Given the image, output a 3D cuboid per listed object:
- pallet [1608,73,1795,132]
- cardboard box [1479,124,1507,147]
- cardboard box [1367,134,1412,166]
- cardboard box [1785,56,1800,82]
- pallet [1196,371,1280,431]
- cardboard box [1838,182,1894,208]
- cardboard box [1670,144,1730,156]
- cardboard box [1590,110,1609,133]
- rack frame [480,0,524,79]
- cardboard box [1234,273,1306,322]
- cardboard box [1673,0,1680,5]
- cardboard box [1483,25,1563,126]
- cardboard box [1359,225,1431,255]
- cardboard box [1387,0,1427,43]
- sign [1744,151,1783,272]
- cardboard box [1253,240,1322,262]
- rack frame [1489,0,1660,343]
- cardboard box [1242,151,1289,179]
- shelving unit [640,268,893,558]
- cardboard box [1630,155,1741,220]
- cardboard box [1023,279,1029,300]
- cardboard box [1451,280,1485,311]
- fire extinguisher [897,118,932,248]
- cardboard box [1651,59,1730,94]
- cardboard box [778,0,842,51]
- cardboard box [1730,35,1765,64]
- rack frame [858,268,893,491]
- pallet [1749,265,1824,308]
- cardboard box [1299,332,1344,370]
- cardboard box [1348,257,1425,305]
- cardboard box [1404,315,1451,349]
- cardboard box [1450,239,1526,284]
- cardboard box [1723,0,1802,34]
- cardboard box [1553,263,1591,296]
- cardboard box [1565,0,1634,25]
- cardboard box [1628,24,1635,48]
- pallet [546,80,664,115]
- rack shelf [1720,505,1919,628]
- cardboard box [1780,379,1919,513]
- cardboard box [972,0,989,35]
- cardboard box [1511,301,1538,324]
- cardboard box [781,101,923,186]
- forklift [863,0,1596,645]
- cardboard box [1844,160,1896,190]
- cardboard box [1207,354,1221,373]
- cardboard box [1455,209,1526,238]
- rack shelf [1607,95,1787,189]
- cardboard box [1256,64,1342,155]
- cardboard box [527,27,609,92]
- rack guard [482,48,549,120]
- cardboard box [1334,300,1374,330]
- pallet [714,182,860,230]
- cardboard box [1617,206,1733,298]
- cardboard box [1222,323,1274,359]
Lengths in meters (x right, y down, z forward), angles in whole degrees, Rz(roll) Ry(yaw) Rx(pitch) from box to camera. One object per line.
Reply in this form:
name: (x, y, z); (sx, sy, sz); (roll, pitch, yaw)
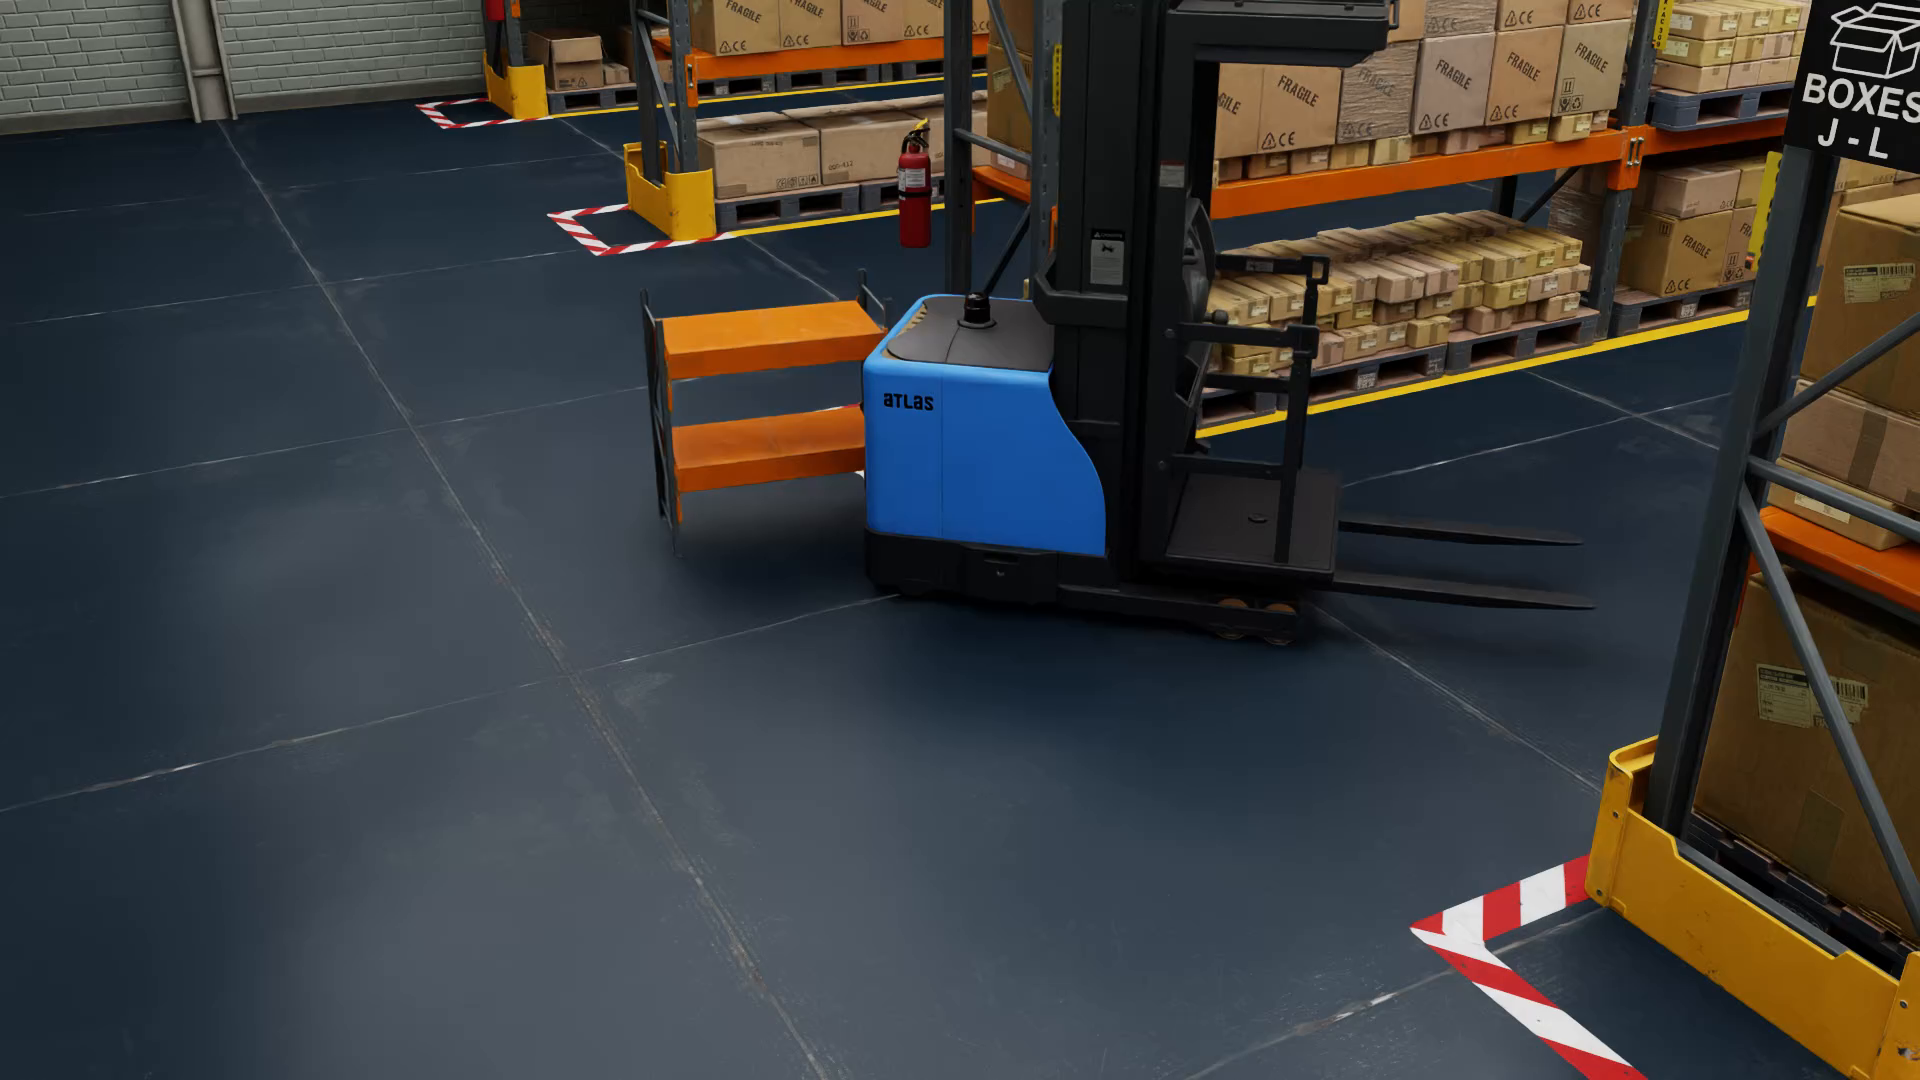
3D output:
pallet: (4.474, -2.787, 10.310); (1.213, 0.211, 1.003); (-13, 29, -25)
cardboard box: (2.890, -2.360, 9.490); (0.250, 0.149, 0.380); (-14, 29, -27)
cardboard box: (2.244, -2.166, 9.087); (0.250, 0.149, 0.380); (-12, 28, -24)
cardboard box: (4.982, -2.912, 10.156); (0.250, 0.149, 0.380); (-13, 28, -25)
pallet: (1.002, -0.869, 9.315); (1.213, 0.211, 1.003); (-13, 29, -25)
cardboard box: (5.884, -2.198, 11.265); (0.500, 0.500, 0.500); (-14, 29, -27)
cardboard box: (4.729, -2.521, 11.072); (0.500, 0.250, 0.500); (-12, 28, -23)
cardboard box: (3.589, -2.512, 9.807); (0.250, 0.149, 0.380); (-13, 29, -26)
rack frame: (-4.556, -5.723, 16.204); (0.127, 3.000, 1.000); (-13, 29, -25)
cardboard box: (1.722, -1.347, 9.211); (0.250, 0.149, 0.380); (-12, 28, -23)
cardboard box: (4.230, -3.329, 10.335); (0.250, 0.149, 0.380); (-14, 29, -27)
cardboard box: (2.979, -2.640, 9.325); (0.500, 0.500, 0.500); (-14, 29, -26)
cardboard box: (2.640, -1.789, 10.131); (0.250, 0.149, 0.380); (-14, 29, -26)
cardboard box: (2.083, -2.886, 8.681); (0.500, 0.500, 0.500); (-14, 29, -27)
sign: (2.204, -0.882, 4.511); (0.005, 0.325, 0.100); (-13, 29, -25)
cardboard box: (1.939, -1.646, 9.833); (0.250, 0.149, 0.380); (-13, 28, -25)
rack frame: (3.731, -2.773, 10.060); (0.127, 3.000, 1.000); (-13, 29, -25)
cardboard box: (1.525, -2.039, 8.821); (0.250, 0.149, 0.380); (-13, 29, -26)
shelving unit: (-0.873, -0.597, 7.693); (1.048, 1.125, 0.538); (-8, 27, -16)
cardboard box: (4.508, -2.223, 10.451); (0.500, 0.250, 0.500); (-14, 29, -27)
cardboard box: (0.550, -1.335, 9.187); (0.250, 0.149, 0.380); (-13, 28, -25)
cardboard box: (2.875, -1.491, 9.855); (0.250, 0.149, 0.380); (-13, 28, -25)
fire extinguisher: (-0.238, -1.880, 8.721); (0.183, 0.674, 0.296); (-13, 29, -25)
cardboard box: (4.295, -2.754, 9.825); (0.250, 0.149, 0.380); (-14, 29, -28)
cardboard box: (-1.225, -3.975, 12.448); (0.500, 0.500, 0.500); (-13, 29, -26)
cardboard box: (4.523, -2.941, 9.872); (0.250, 0.149, 0.380); (-14, 29, -26)
rack frame: (-0.389, -0.663, 7.831); (0.032, 1.125, 0.500); (-8, 27, -16)
pallet: (5.495, -1.925, 11.516); (1.213, 0.211, 1.003); (-13, 29, -25)
cardboard box: (1.941, -1.101, 9.386); (0.250, 0.149, 0.380); (-15, 29, -28)
cardboard box: (2.424, -1.480, 9.488); (0.250, 0.149, 0.380); (-14, 29, -27)
cardboard box: (2.632, -1.256, 9.710); (0.250, 0.149, 0.380); (-13, 29, -25)
cardboard box: (3.117, -1.653, 9.848); (0.250, 0.149, 0.380); (-13, 29, -26)
cardboard box: (4.766, -3.132, 9.926); (0.250, 0.149, 0.380); (-13, 28, -25)
cardboard box: (3.603, -1.626, 10.135); (0.250, 0.149, 0.380); (-12, 28, -24)
cardboard box: (3.444, -3.204, 9.343); (0.500, 0.500, 0.500); (-14, 29, -27)
cardboard box: (3.990, -3.140, 10.285); (0.250, 0.149, 0.380); (-12, 28, -24)
pallet: (-3.786, -4.644, 17.179); (1.213, 0.211, 1.003); (-13, 29, -25)
rack shelf: (4.211, -0.127, 5.379); (4.000, 0.370, 1.077); (-13, 29, -25)
cardboard box: (2.749, -0.310, 4.760); (0.500, 0.250, 0.500); (-13, 29, -26)
cardboard box: (0.136, -4.281, 13.085); (0.500, 0.500, 0.500); (-13, 29, -26)
cardboard box: (3.277, -1.446, 10.105); (0.250, 0.149, 0.380); (-12, 28, -24)
cardboard box: (-0.878, -3.225, 13.476); (0.875, 0.438, 0.875); (-12, 28, -24)
forklift: (1.159, -1.143, 6.745); (3.031, 2.935, 1.130); (6, 26, 12)
cardboard box: (5.884, -2.544, 11.120); (0.500, 0.250, 0.500); (-12, 28, -24)
cardboard box: (1.223, -0.985, 9.144); (0.250, 0.149, 0.380); (-13, 28, -25)
cardboard box: (3.330, -1.954, 10.476); (0.250, 0.149, 0.380); (-12, 28, -23)
rack shelf: (5.496, -2.856, 11.064); (4.000, 0.370, 1.077); (-13, 29, -25)
cardboard box: (1.626, -2.337, 8.693); (0.500, 0.500, 0.500); (-13, 28, -24)
cardboard box: (-3.971, -4.875, 16.838); (0.637, 0.503, 0.797); (-14, 29, -27)
rack guard: (-4.489, -4.612, 16.778); (0.348, 0.500, 1.175); (-13, 29, -25)
cardboard box: (2.157, -1.347, 9.554); (0.250, 0.149, 0.380); (-12, 28, -23)
pallet: (-1.548, -2.764, 13.263); (1.213, 0.211, 1.003); (-13, 29, -25)
cardboard box: (4.508, -1.885, 10.613); (0.500, 0.500, 0.500); (-12, 28, -23)
cardboard box: (1.505, -1.134, 9.111); (0.250, 0.149, 0.380); (-12, 28, -24)
